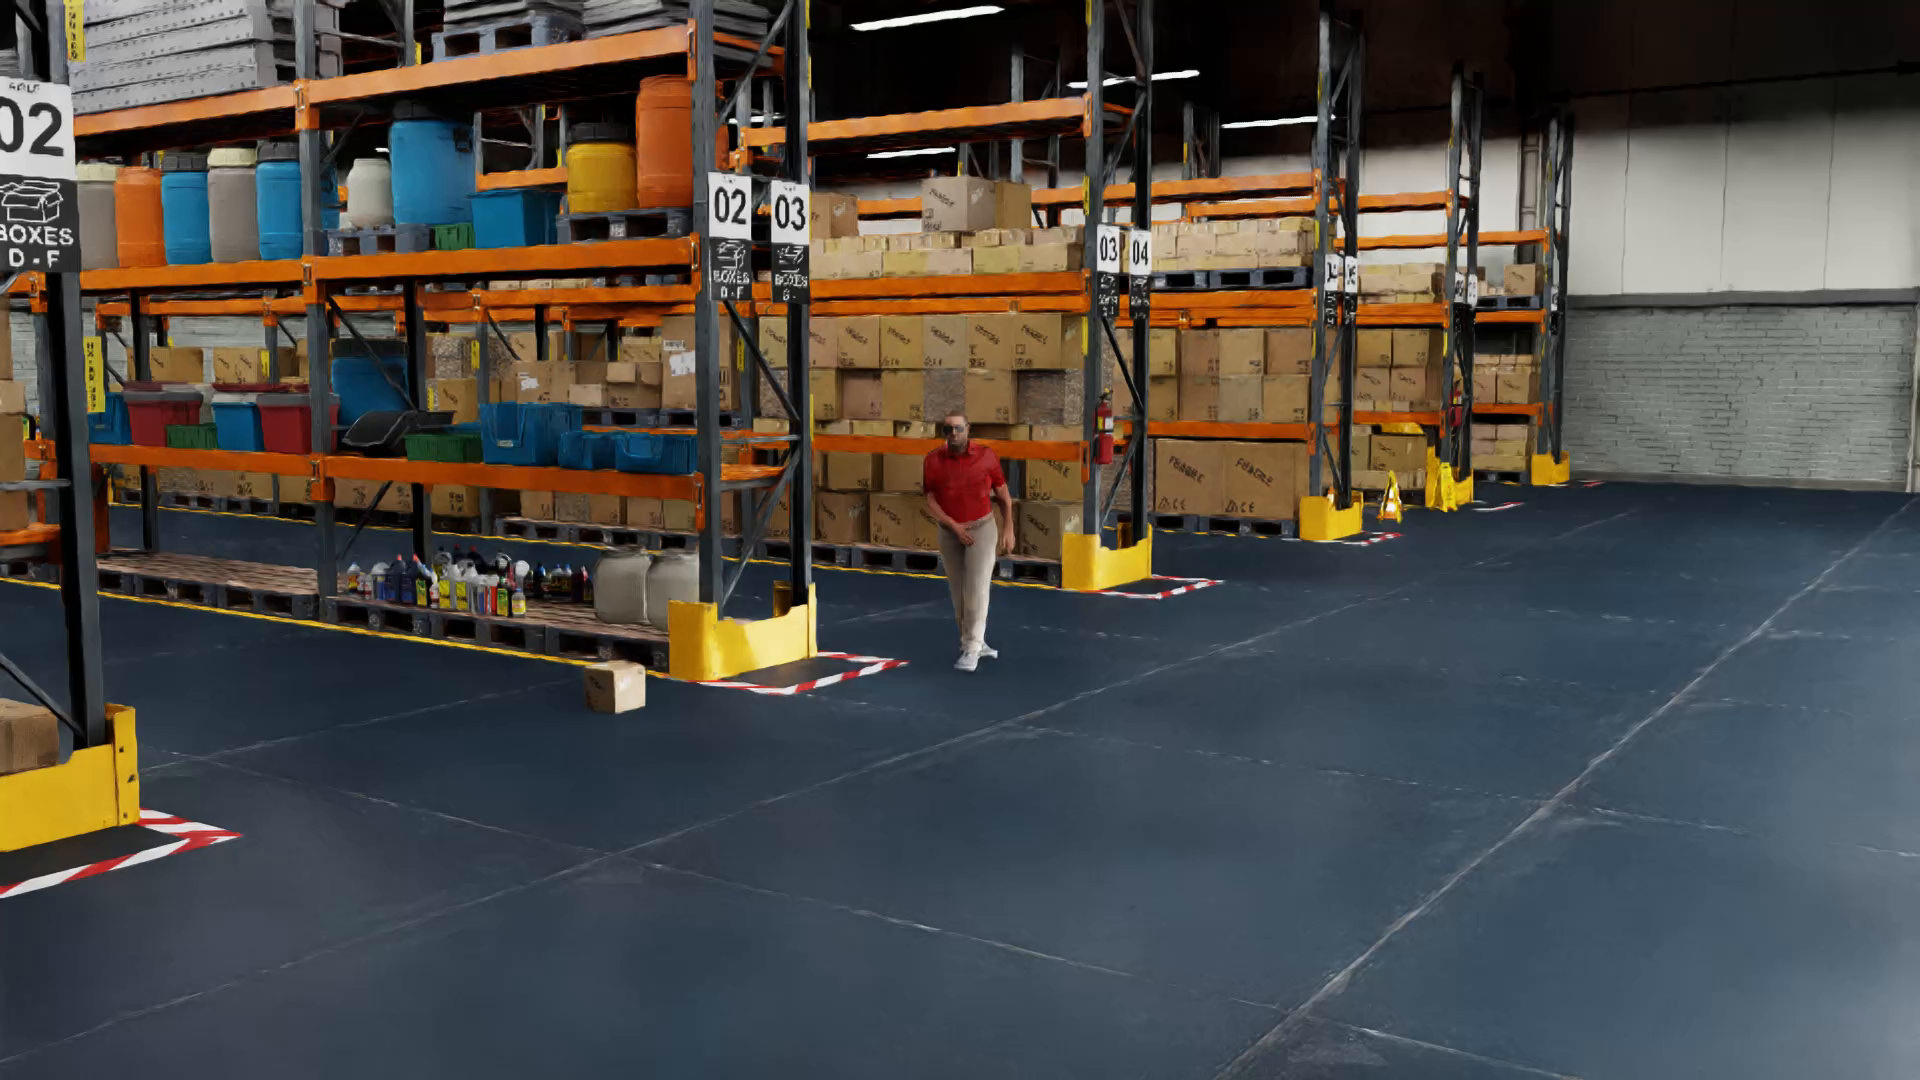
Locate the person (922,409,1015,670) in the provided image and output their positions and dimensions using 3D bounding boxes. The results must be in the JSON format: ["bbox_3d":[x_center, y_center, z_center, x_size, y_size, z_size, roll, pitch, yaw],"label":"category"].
[{"bbox_3d":[0.049,-0.021,11.023,0.582,1.699,0.797,1,6,12],"label":"person"}]
